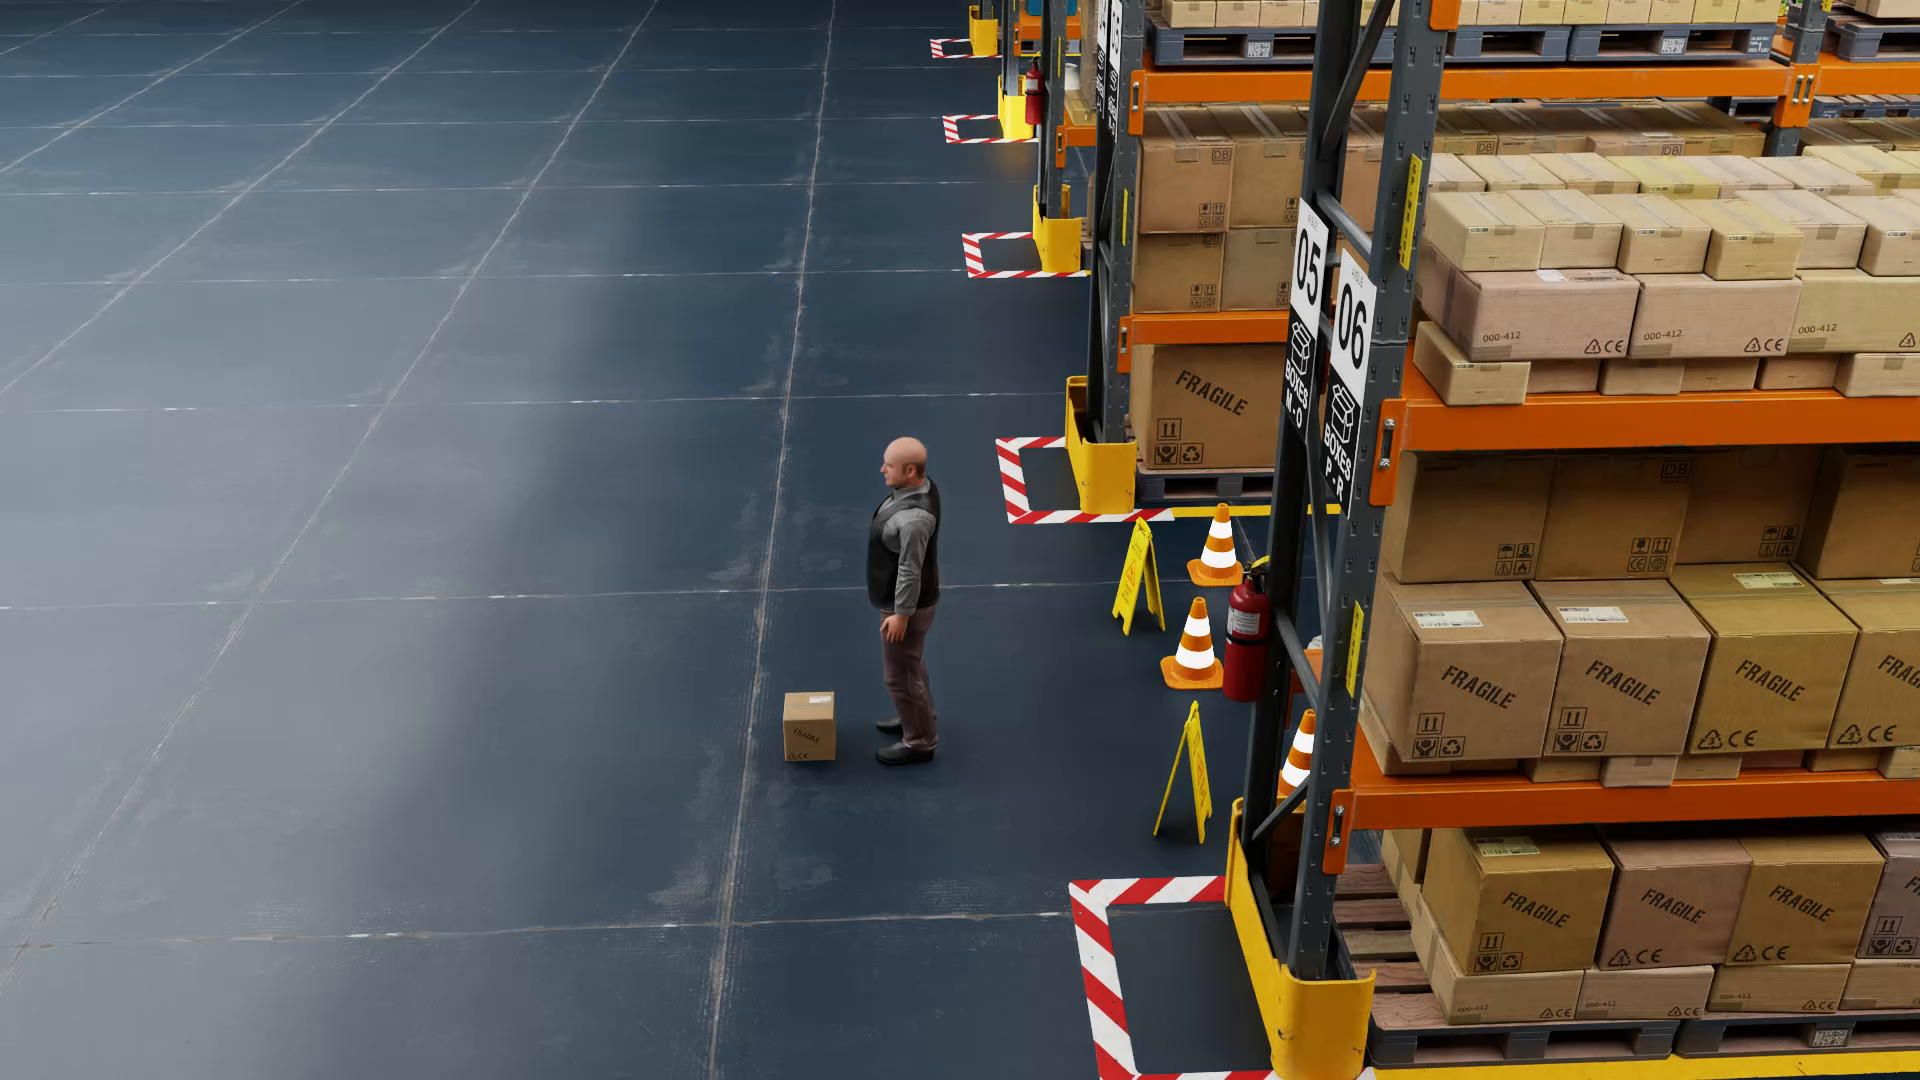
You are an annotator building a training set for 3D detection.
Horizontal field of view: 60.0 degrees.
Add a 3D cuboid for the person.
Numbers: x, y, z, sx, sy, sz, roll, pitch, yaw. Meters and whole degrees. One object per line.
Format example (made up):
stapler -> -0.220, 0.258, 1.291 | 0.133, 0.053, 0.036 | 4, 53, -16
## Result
person -> -0.271, 0.293, 8.089 | 0.360, 1.716, 0.532 | -1, 27, -1
